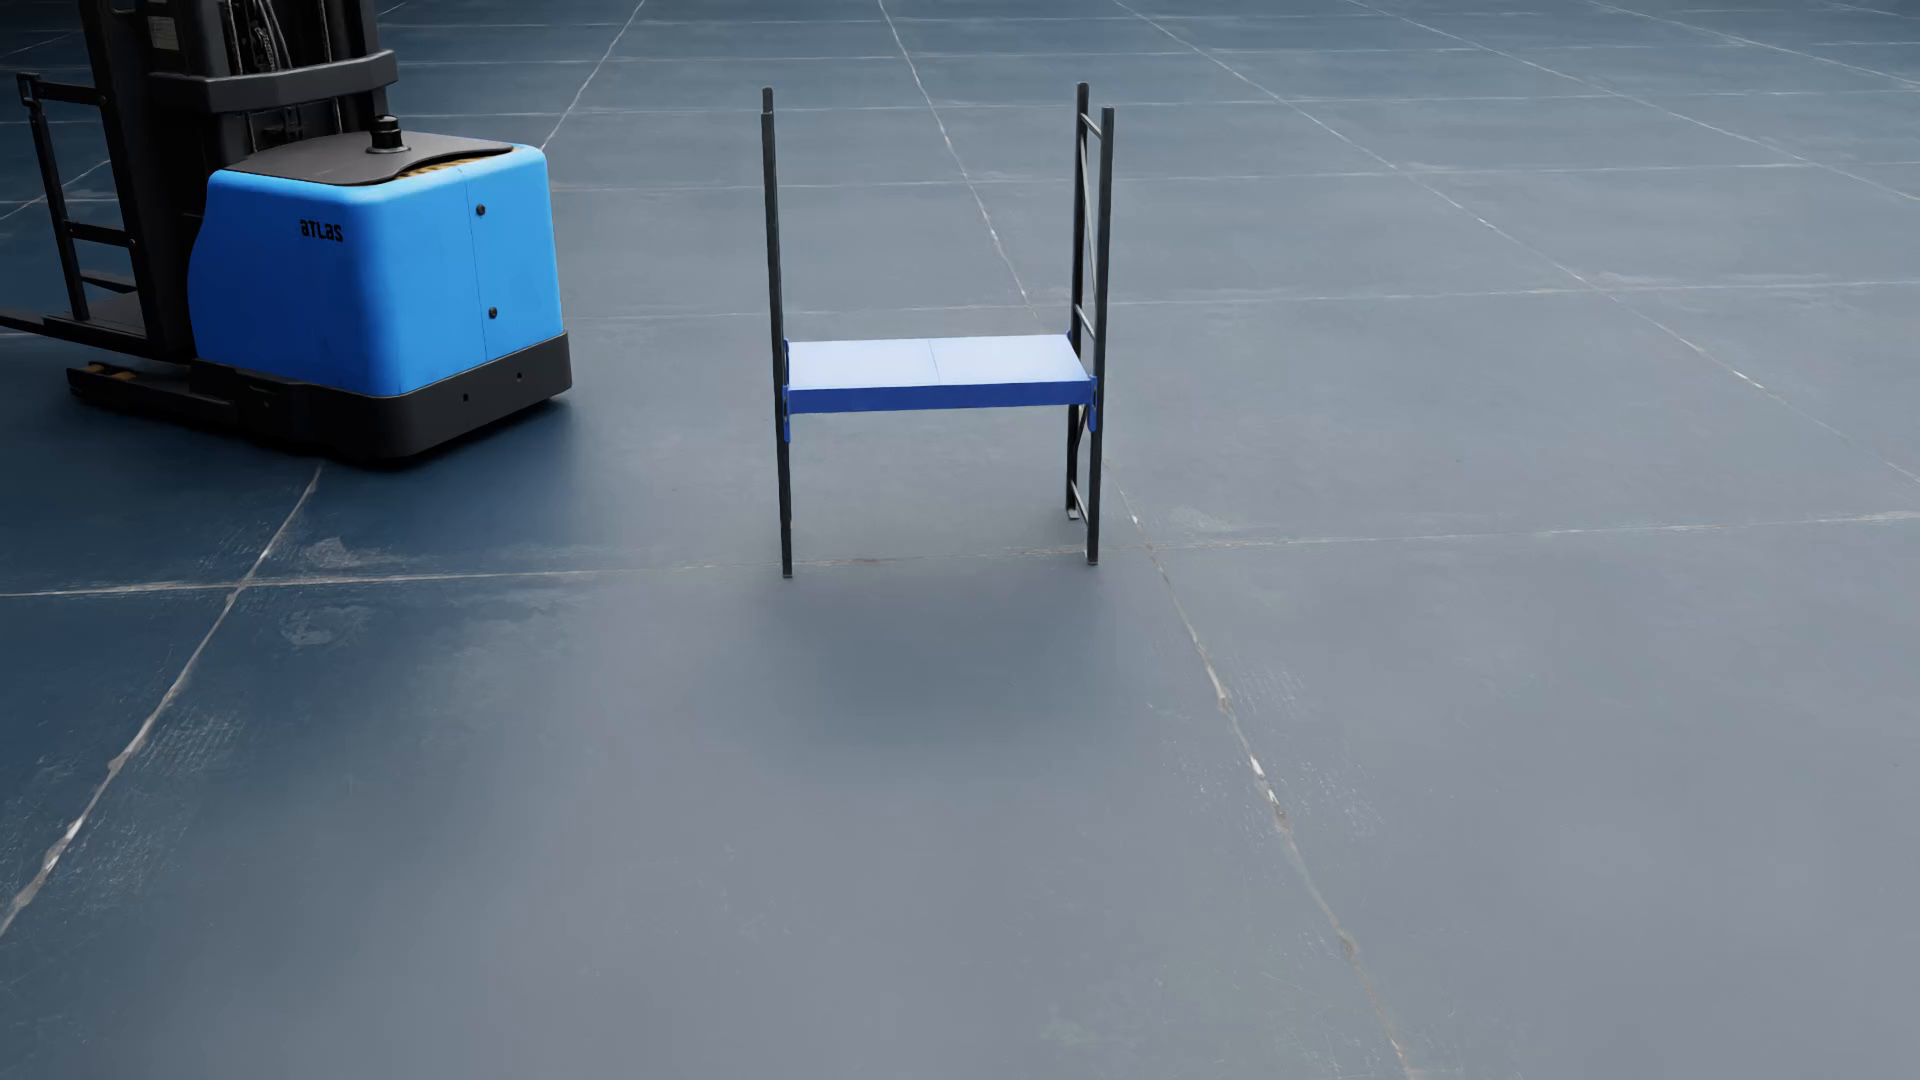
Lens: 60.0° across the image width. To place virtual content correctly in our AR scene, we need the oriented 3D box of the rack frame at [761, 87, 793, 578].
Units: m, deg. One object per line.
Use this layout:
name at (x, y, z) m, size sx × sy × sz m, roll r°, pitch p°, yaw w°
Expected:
rack frame at (-0.591, -0.662, 5.392) m, size 0.032 × 1.500 × 0.500 m, roll -2°, pitch 24°, yaw -5°

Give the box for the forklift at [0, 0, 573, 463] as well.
forklift at (-3.182, -2.049, 6.752) m, size 3.031 × 2.935 × 1.130 m, roll 13°, pitch 27°, yaw 26°

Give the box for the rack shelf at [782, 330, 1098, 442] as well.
rack shelf at (-0.085, -0.518, 5.511) m, size 1.000 × 0.185 × 0.538 m, roll -2°, pitch 24°, yaw -5°

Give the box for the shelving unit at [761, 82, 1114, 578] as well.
shelving unit at (-0.085, -0.682, 5.438) m, size 1.048 × 1.500 × 0.538 m, roll -2°, pitch 24°, yaw -5°

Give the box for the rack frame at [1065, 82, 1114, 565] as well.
rack frame at (0.421, -0.702, 5.483) m, size 0.032 × 1.500 × 0.500 m, roll -2°, pitch 24°, yaw -5°
